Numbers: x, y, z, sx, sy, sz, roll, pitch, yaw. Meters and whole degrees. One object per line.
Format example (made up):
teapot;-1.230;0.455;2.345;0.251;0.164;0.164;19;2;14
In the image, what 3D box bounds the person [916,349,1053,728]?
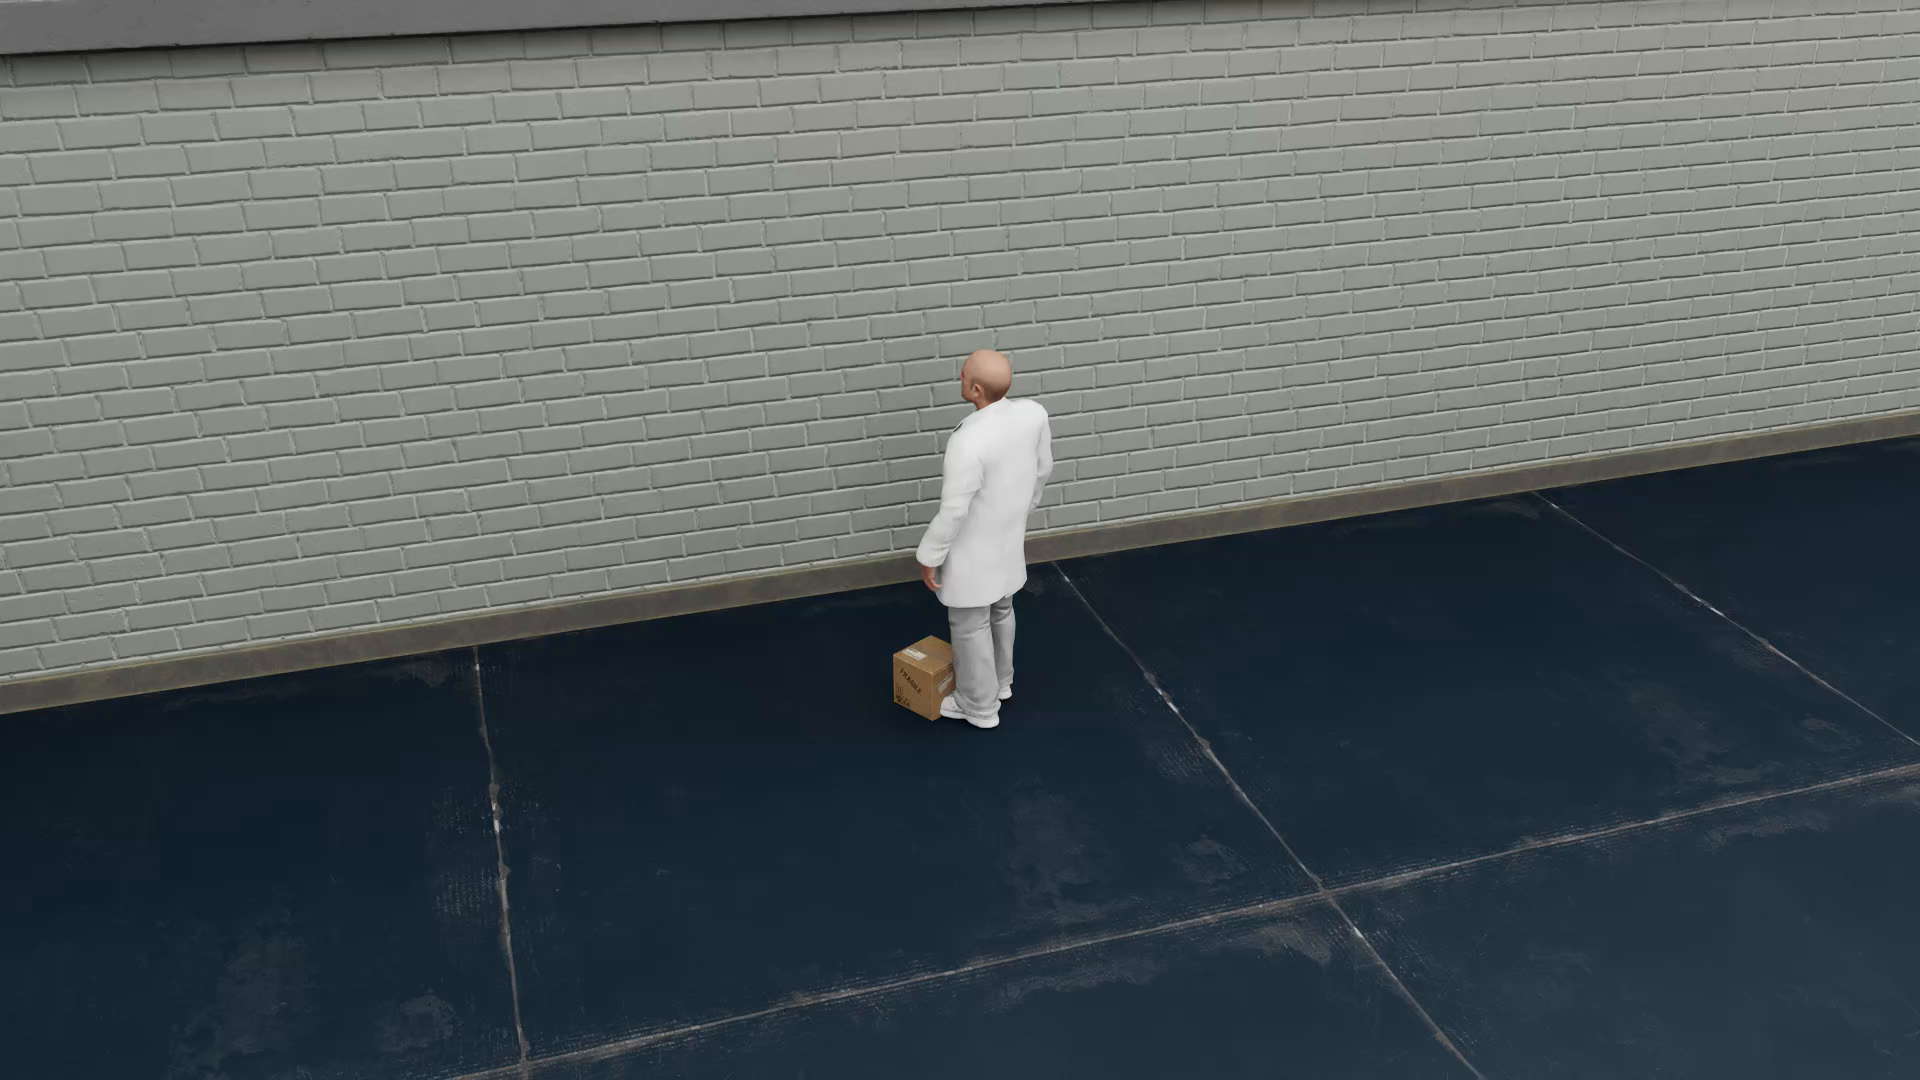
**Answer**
person;0.027;-0.020;7.150;0.581;1.776;0.696;23;34;38
